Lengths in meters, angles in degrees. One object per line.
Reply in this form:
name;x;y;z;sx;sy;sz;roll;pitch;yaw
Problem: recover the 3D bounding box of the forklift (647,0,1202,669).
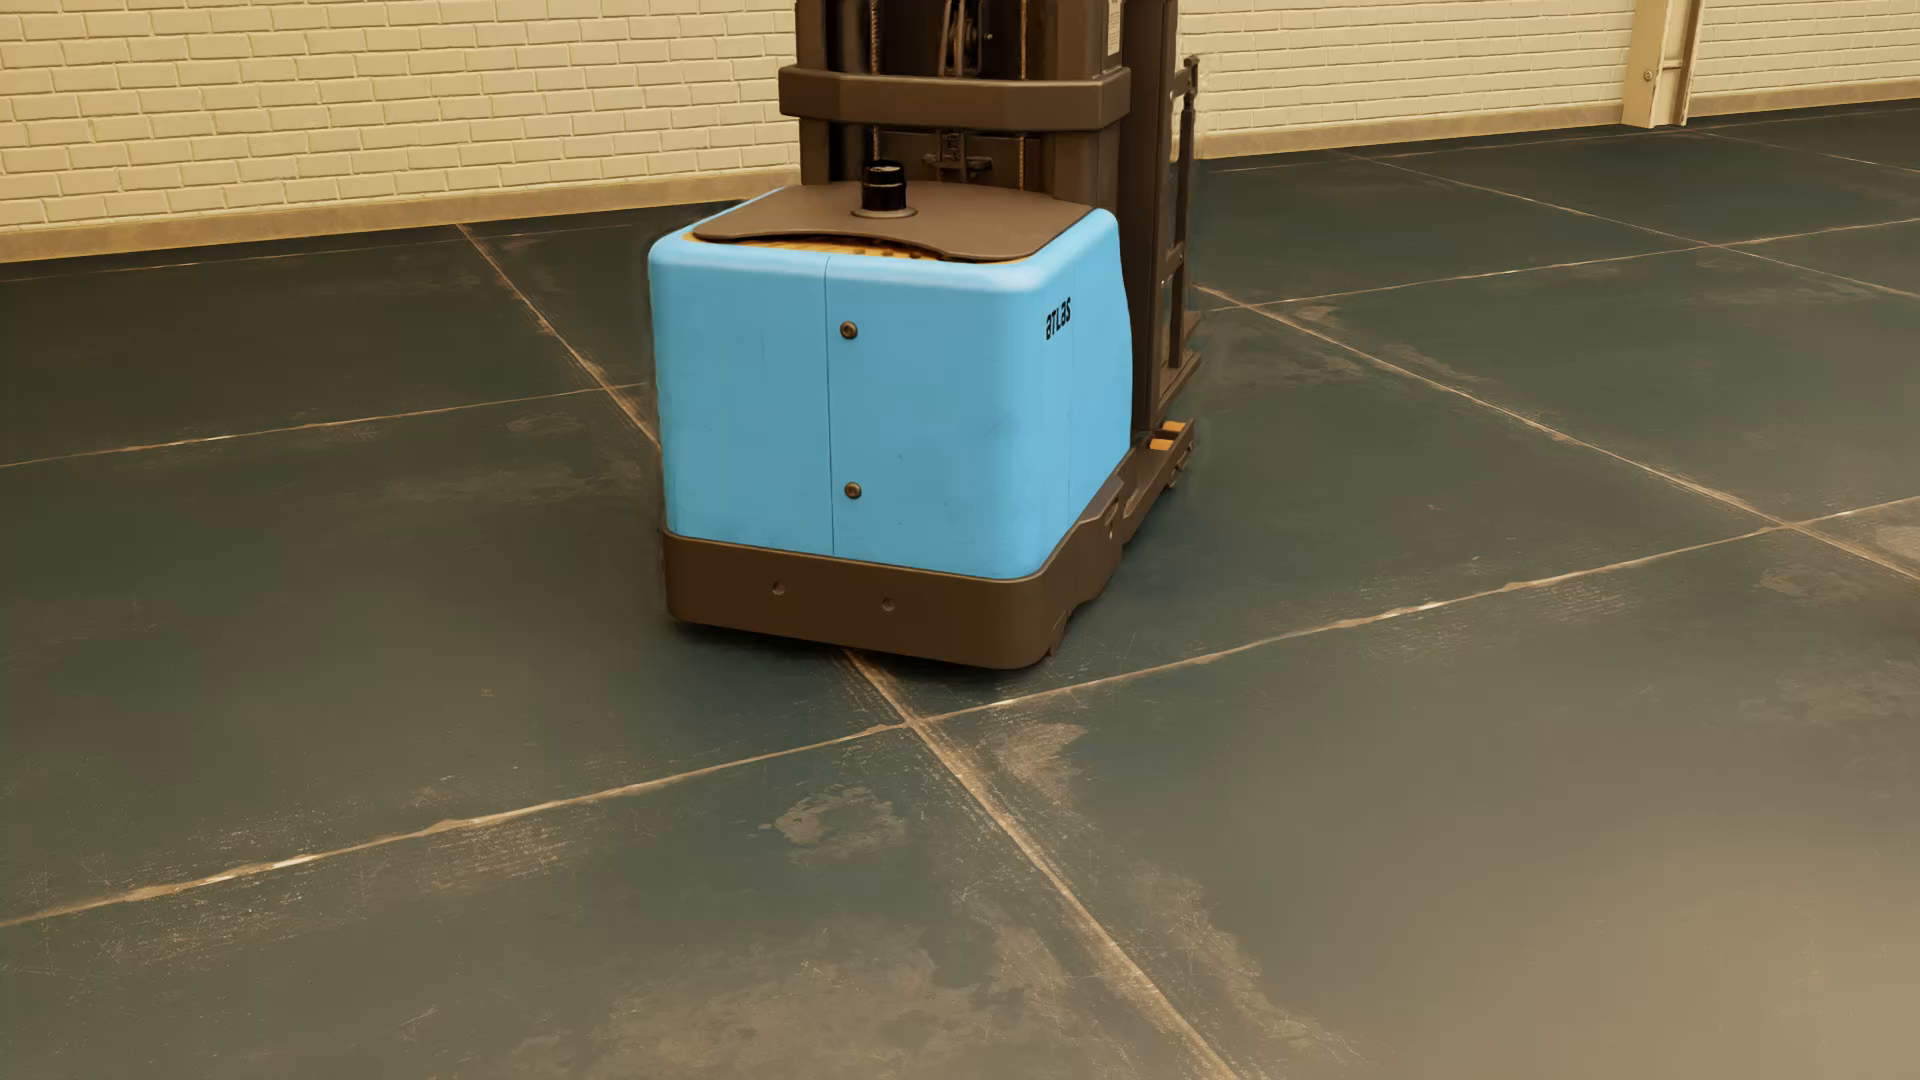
forklift;0.168;-1.567;5.059;1.130;2.935;3.031;7;24;17
